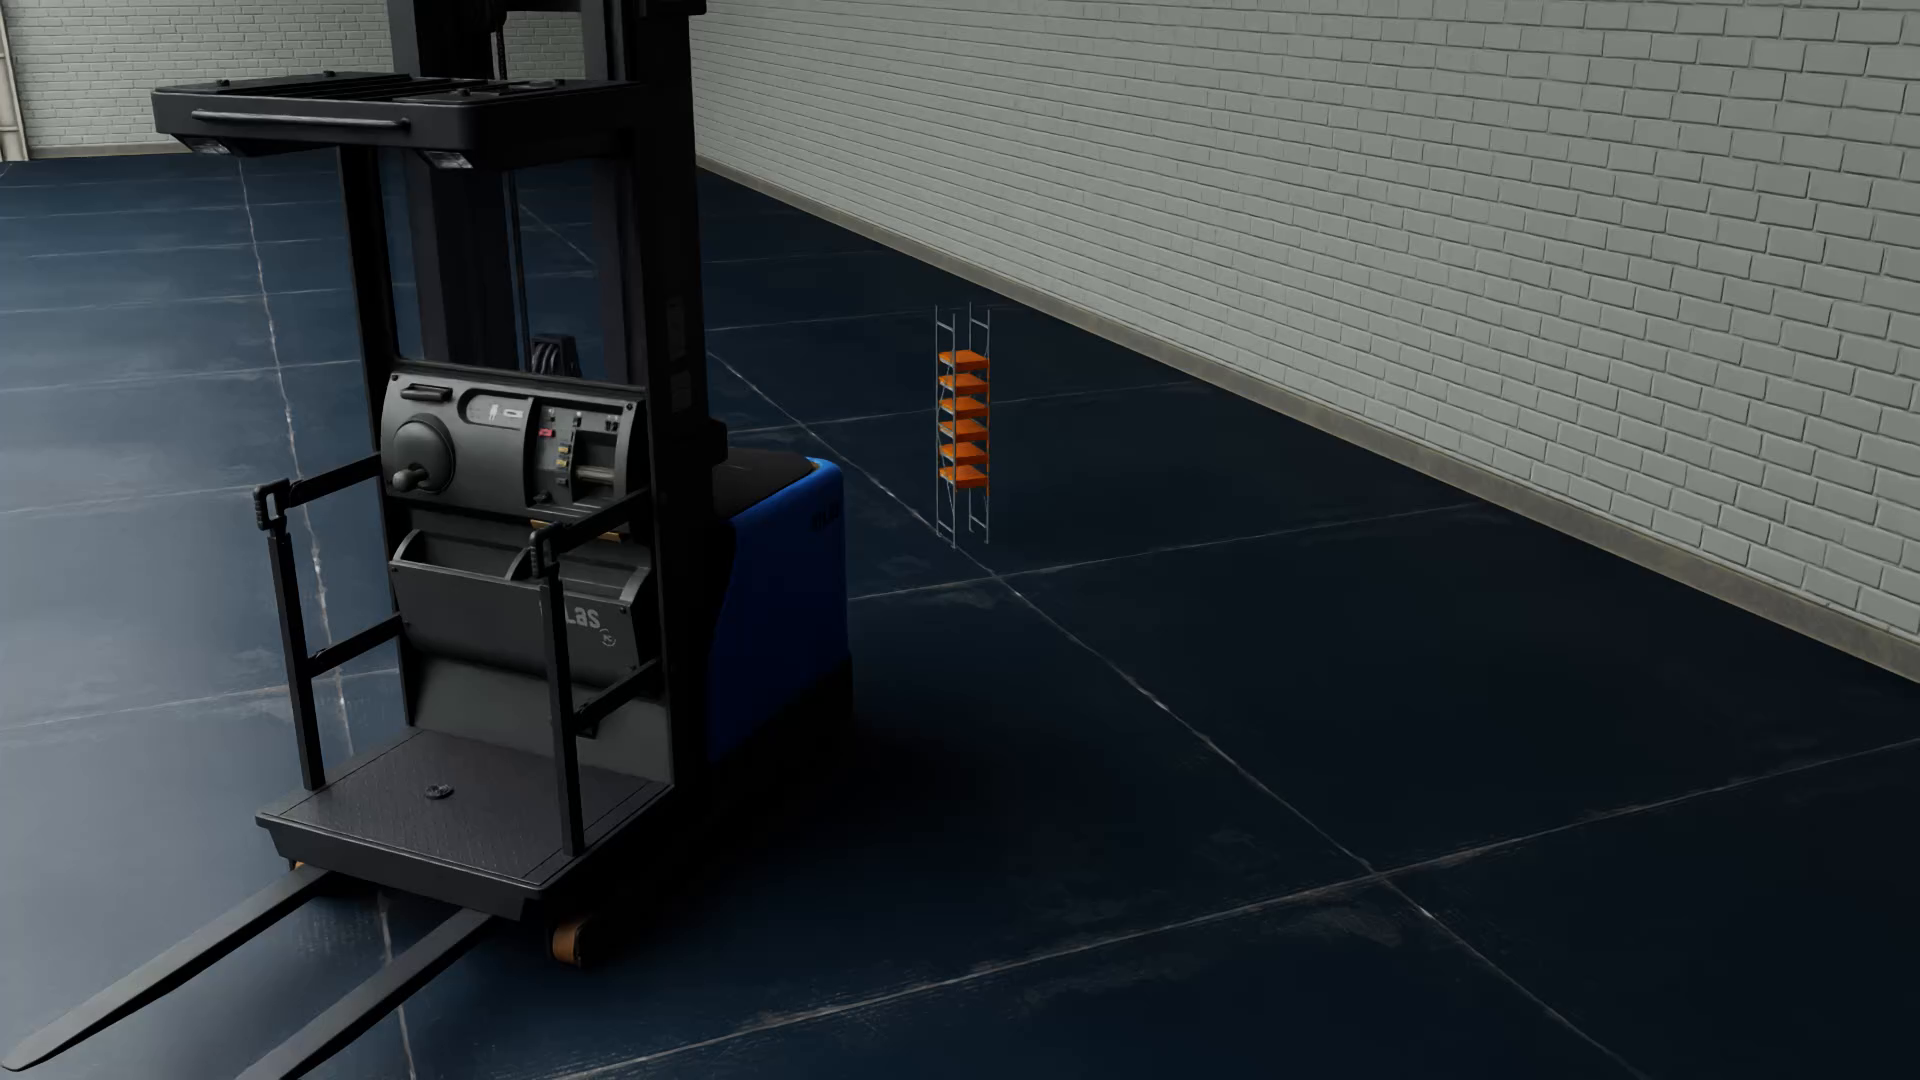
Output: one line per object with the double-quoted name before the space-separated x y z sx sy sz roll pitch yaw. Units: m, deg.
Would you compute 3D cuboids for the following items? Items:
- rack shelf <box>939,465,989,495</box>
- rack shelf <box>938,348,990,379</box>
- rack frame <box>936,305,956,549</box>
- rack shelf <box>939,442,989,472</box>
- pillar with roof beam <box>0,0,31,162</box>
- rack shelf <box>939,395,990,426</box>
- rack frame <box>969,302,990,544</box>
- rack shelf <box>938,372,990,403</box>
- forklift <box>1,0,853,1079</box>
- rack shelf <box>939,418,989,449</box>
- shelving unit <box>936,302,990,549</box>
"rack shelf" 0.013 -0.300 8.423 0.180 0.103 0.258 -8 21 -22
"rack shelf" 0.013 -0.866 8.223 0.180 0.103 0.258 -8 21 -22
"rack frame" -0.071 -0.556 8.294 0.006 1.200 0.240 -8 21 -22
"rack shelf" 0.013 -0.413 8.383 0.180 0.103 0.258 -8 21 -22
"pillar with roof beam" -12.076 -8.466 19.017 0.400 9.000 9.100 -8 21 -22
"rack shelf" 0.013 -0.639 8.303 0.180 0.103 0.258 -8 21 -22
"rack frame" 0.097 -0.580 8.362 0.006 1.200 0.240 -8 21 -22
"rack shelf" 0.013 -0.752 8.263 0.180 0.103 0.258 -8 21 -22
"forklift" -1.471 -0.280 4.905 1.130 2.935 3.031 8 21 22
"rack shelf" 0.013 -0.526 8.343 0.180 0.103 0.258 -8 21 -22
"shelving unit" 0.013 -0.568 8.328 0.189 1.200 0.258 -8 21 -22
